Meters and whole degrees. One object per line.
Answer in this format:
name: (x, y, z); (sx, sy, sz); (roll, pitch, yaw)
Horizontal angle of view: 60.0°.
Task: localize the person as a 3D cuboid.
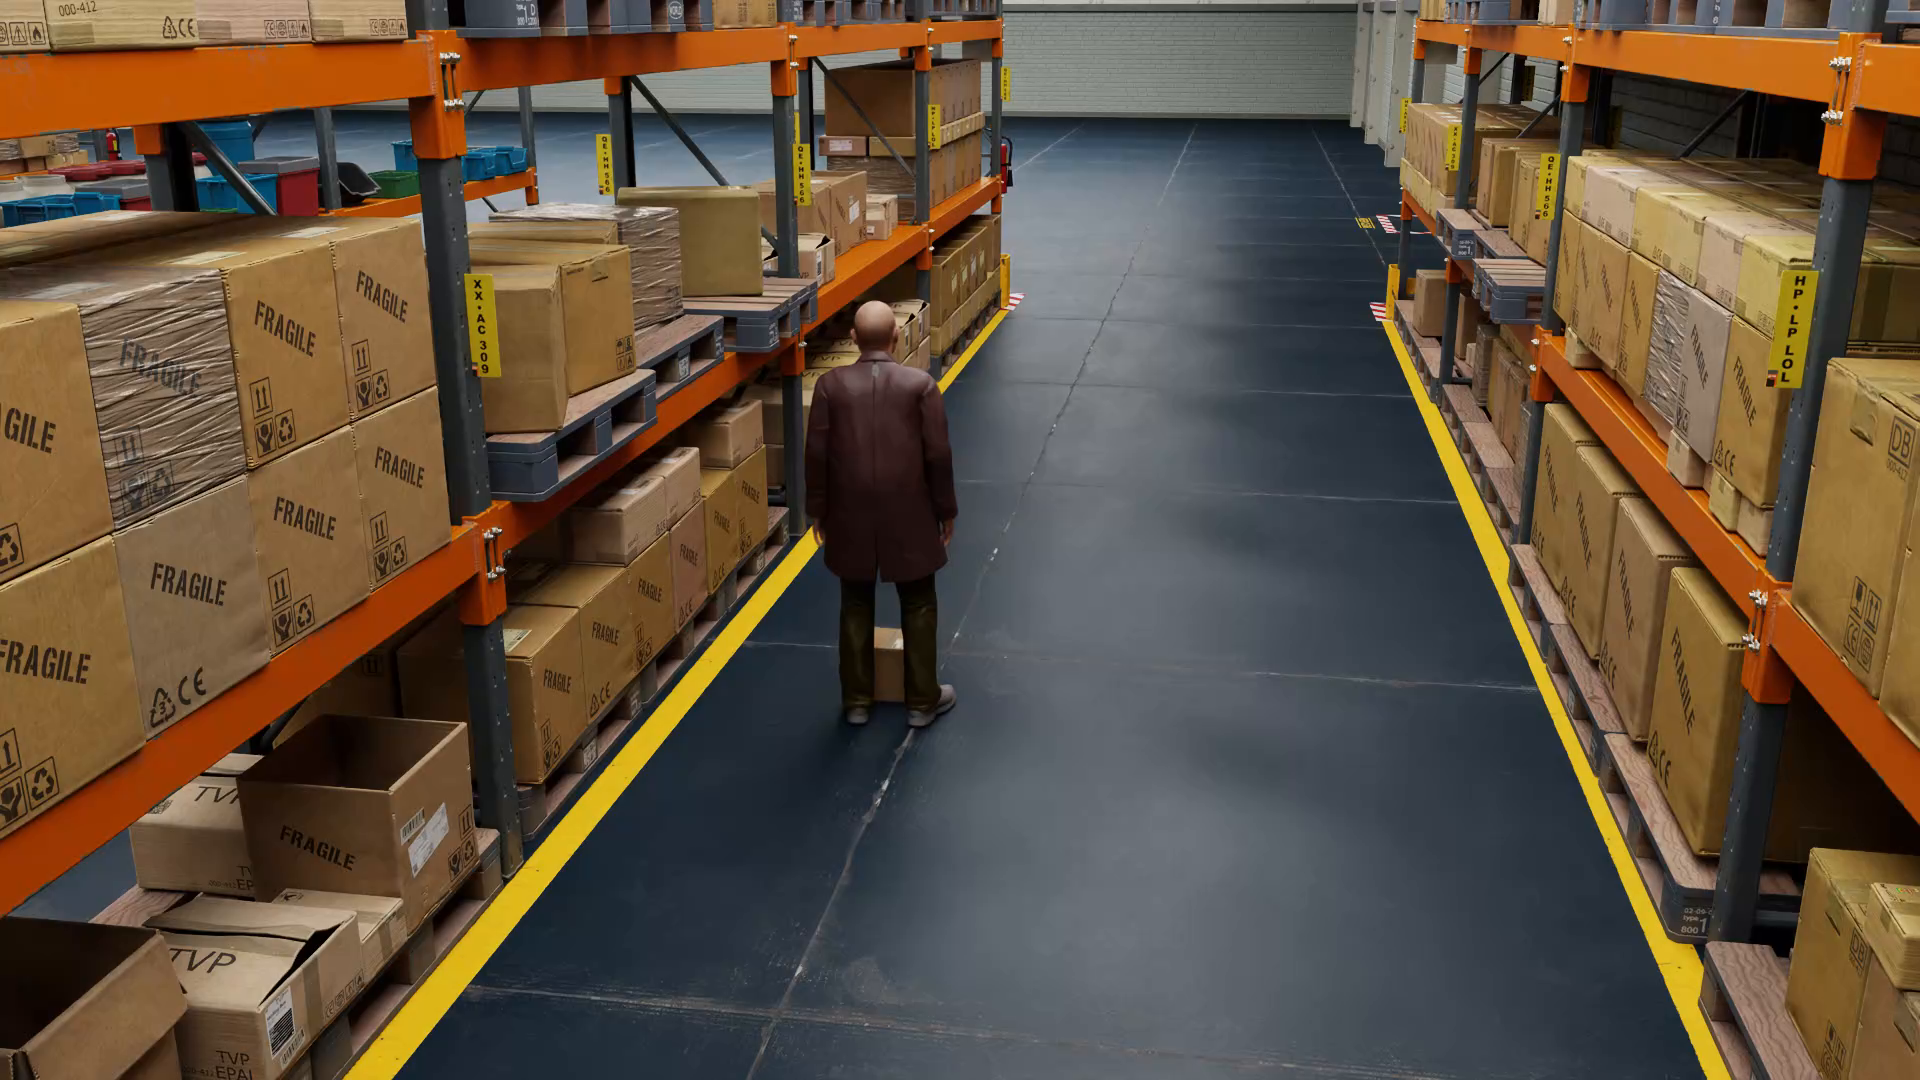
person: (-0.324, -0.099, 6.890); (0.638, 1.772, 0.432); (2, 18, 6)
